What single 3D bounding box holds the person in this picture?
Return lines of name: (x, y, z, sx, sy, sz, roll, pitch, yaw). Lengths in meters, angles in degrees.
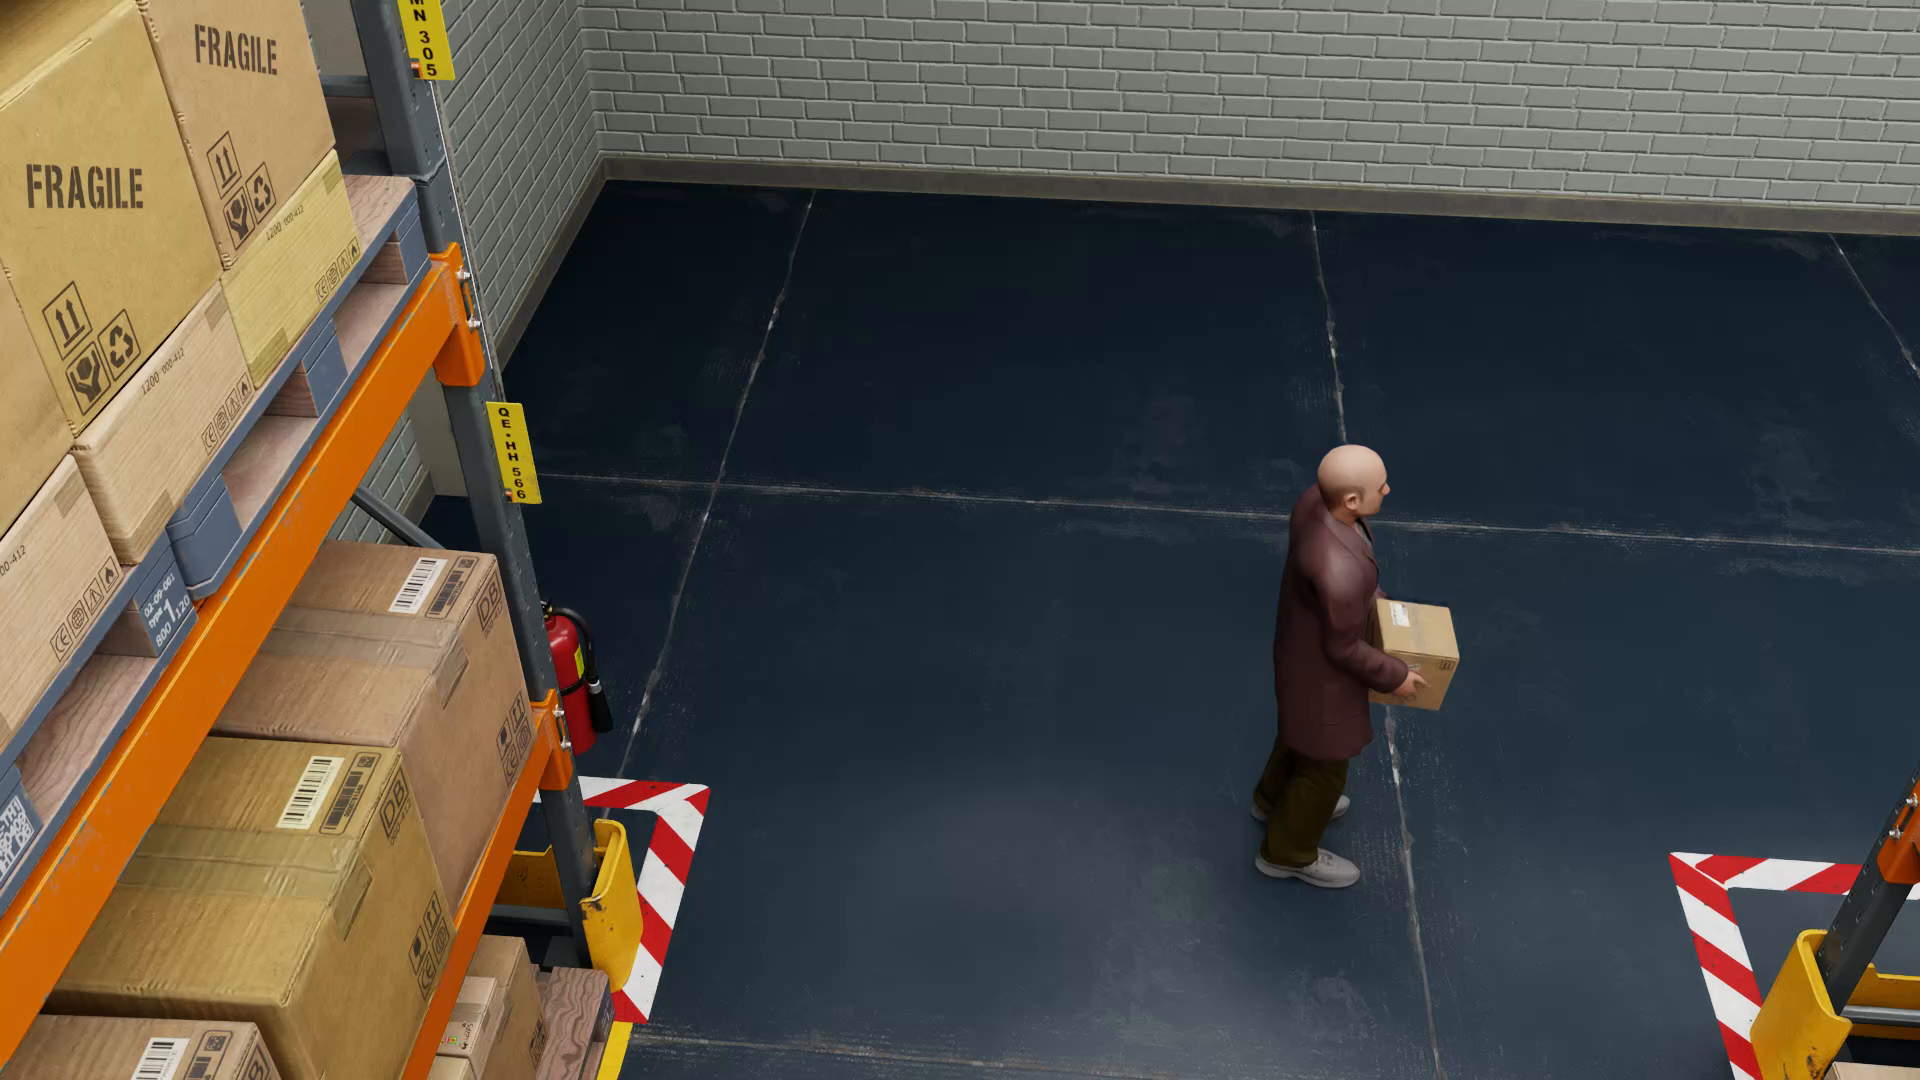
person: (1.308, 0.423, 5.648, 0.499, 1.782, 0.566, 3, 40, 3)
